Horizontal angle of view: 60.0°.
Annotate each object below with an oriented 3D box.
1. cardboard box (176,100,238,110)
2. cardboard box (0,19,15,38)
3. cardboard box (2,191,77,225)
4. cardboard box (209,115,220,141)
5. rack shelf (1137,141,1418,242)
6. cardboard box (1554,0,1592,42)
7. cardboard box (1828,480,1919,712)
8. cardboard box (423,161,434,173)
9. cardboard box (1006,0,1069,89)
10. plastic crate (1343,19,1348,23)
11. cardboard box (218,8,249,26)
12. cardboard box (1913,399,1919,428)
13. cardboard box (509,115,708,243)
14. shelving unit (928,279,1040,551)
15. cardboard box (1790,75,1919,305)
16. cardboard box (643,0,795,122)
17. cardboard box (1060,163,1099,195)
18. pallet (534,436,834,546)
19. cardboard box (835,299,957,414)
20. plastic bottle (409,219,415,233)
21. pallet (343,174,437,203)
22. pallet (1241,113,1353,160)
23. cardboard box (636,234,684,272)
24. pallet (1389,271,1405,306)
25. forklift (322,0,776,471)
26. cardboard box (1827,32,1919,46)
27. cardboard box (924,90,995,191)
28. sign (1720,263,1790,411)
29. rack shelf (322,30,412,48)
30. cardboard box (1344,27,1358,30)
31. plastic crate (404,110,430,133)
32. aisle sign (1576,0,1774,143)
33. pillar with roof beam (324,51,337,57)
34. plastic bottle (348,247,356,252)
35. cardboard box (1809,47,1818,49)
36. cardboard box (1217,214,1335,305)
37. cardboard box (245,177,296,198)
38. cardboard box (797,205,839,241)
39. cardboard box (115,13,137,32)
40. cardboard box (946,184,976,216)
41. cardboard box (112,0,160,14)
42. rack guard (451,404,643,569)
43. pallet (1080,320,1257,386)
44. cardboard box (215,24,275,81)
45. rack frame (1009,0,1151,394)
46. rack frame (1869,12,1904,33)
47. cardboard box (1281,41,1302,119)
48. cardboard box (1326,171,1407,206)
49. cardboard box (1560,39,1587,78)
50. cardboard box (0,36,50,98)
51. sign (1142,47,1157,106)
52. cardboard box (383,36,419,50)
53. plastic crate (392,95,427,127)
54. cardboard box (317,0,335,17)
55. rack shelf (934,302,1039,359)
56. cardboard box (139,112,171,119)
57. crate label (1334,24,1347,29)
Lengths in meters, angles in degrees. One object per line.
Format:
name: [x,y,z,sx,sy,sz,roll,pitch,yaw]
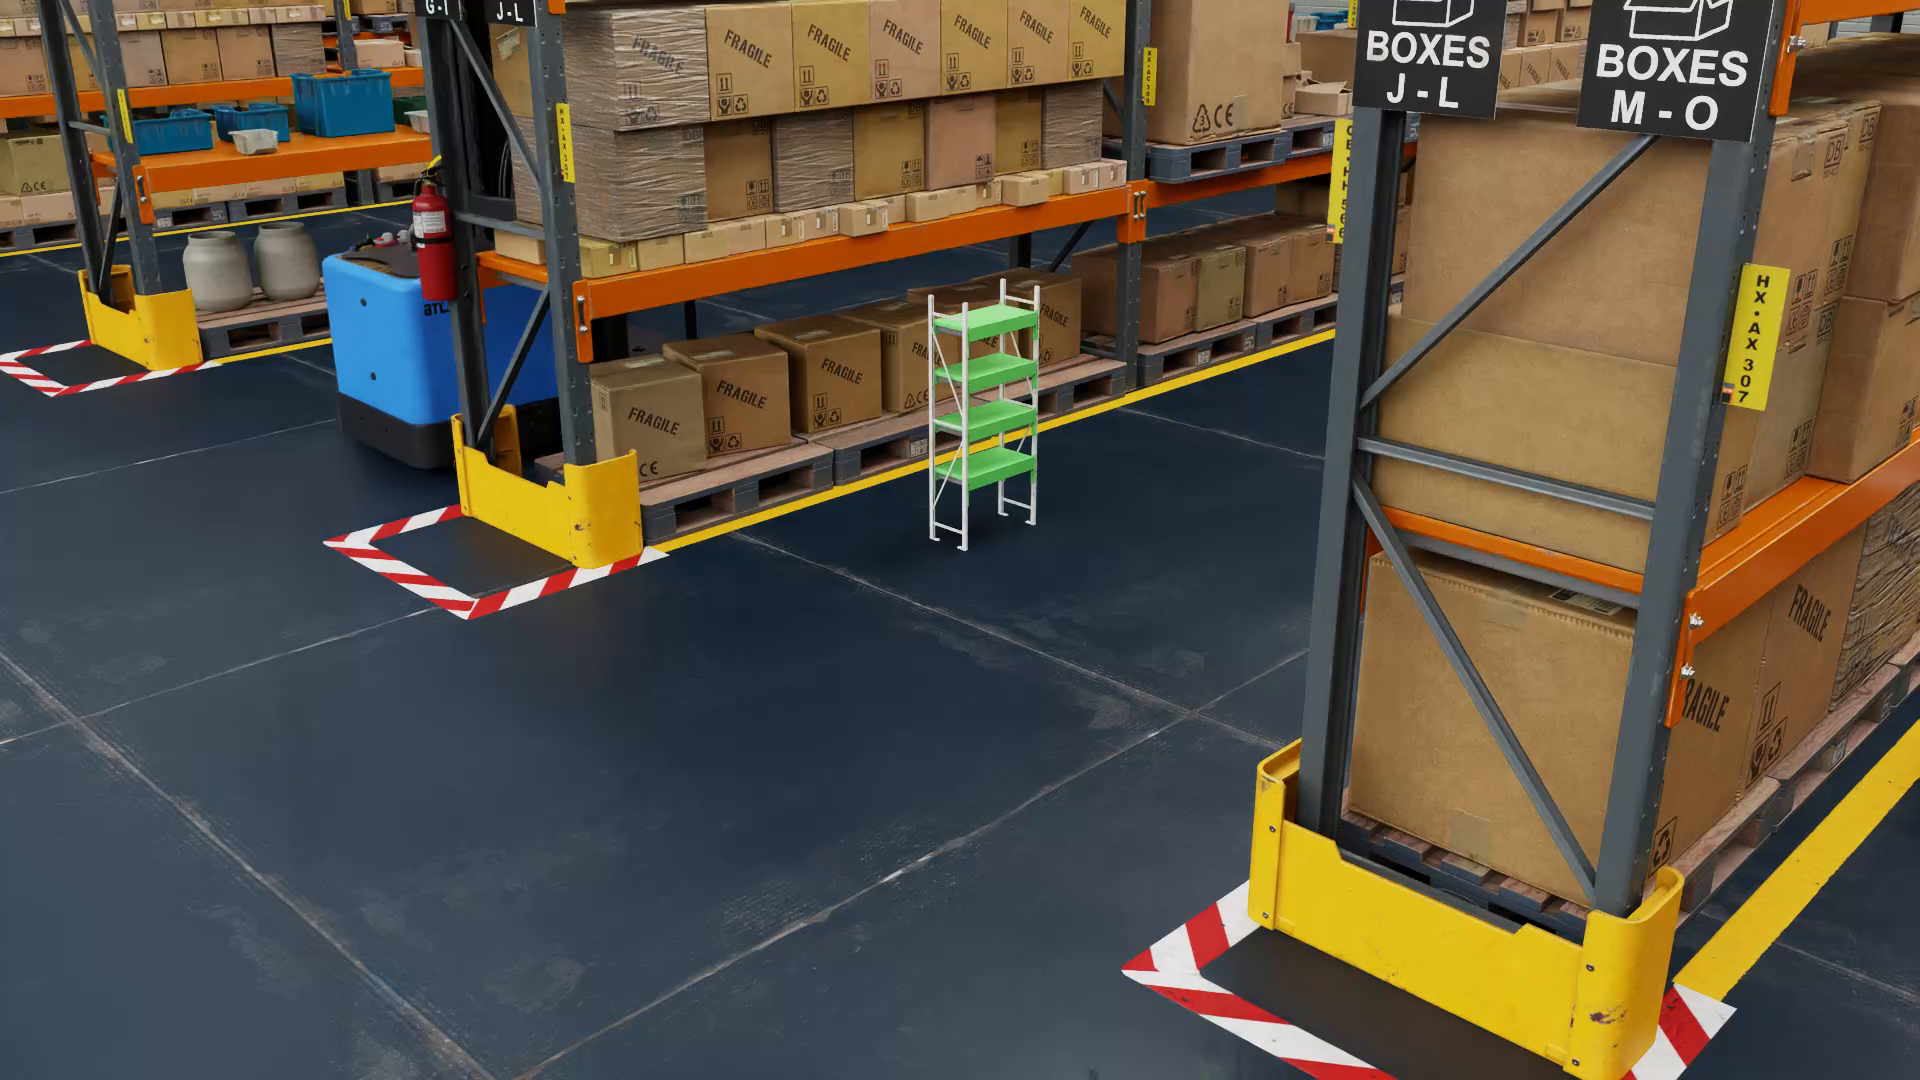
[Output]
cardboard box: [-9.429,-5.406,20.828,0.500,0.500,0.700,-19,28,-40]
cardboard box: [-8.384,-4.435,14.389,0.380,0.149,0.250,19,28,41]
cardboard box: [-8.290,-3.031,15.026,0.500,0.250,0.500,19,28,41]
cardboard box: [-7.249,-3.768,15.900,0.500,0.500,0.500,19,28,41]
rack shelf: [2.111,-2.633,11.746,1.077,0.370,4.000,19,28,41]
cardboard box: [4.948,-4.522,14.122,0.637,0.503,0.797,-19,28,-40]
cardboard box: [3.084,-0.014,6.307,0.875,0.875,0.875,20,28,41]
cardboard box: [-5.562,-4.020,17.600,0.500,0.250,0.500,-19,28,-41]
cardboard box: [0.252,-2.793,9.213,0.500,0.500,0.500,19,28,41]
plastic crate: [4.848,-6.641,21.455,0.250,0.136,0.298,19,28,41]
cardboard box: [-6.952,-4.962,15.760,0.380,0.149,0.250,19,28,41]
cardboard box: [2.824,-0.741,5.614,0.875,0.550,0.500,19,28,41]
cardboard box: [-1.671,-1.746,7.883,0.875,0.500,0.500,19,28,41]
shelving unit: [0.115,-0.603,7.970,0.258,1.200,0.503,19,28,41]
cardboard box: [2.501,-1.093,5.023,0.875,0.550,0.550,19,28,41]
cardboard box: [-1.141,-2.278,7.874,0.500,0.500,0.500,19,28,41]
cardboard box: [0.596,-2.146,9.828,0.380,0.149,0.250,19,28,41]
pallet: [-1.429,-0.344,8.676,1.003,0.211,1.213,19,28,41]
cardboard box: [-0.362,-1.062,9.557,0.500,0.500,0.500,16,26,36]
plastic bottle: [-4.251,-2.354,13.096,0.185,0.351,0.144,-19,28,-40]
pallet: [-5.893,-3.832,17.751,1.003,0.211,1.213,19,28,41]
pallet: [2.155,-2.874,11.638,1.003,0.211,1.213,19,28,41]
cardboard box: [-1.516,-1.382,7.839,0.380,0.149,0.250,19,28,41]
pallet: [2.960,-1.980,12.933,1.003,0.211,1.213,19,28,41]
forklift: [-2.120,-2.174,9.647,3.031,2.935,1.130,-19,28,-40]
cardboard box: [3.917,-1.675,6.537,0.875,0.550,0.550,19,28,41]
cardboard box: [-0.293,-2.266,9.236,0.875,0.500,0.500,19,28,41]
sign: [1.802,-0.459,3.772,0.100,0.325,0.005,19,28,41]
rack shelf: [-8.536,-6.352,21.422,1.077,0.370,4.000,19,28,41]
cardboard box: [3.159,-3.576,12.474,0.500,0.500,0.500,15,26,34]
plastic crate: [-3.784,-3.090,12.301,0.530,0.136,0.437,19,28,41]
aisle sign: [1.574,-1.279,3.598,0.394,0.787,0.004,19,28,41]
pillar with roof beam: [-5.583,-8.807,18.445,9.100,9.000,0.400,19,28,41]
plastic bottle: [-4.656,-2.147,12.766,0.097,0.201,0.097,0,21,0]
cardboard box: [8.895,-5.181,17.722,0.380,0.149,0.250,20,28,41]
cardboard box: [2.285,-2.051,12.100,0.500,0.500,0.700,-17,27,-38]
cardboard box: [-6.902,-3.547,16.370,0.500,0.250,0.500,19,28,41]
cardboard box: [-0.837,-1.645,8.525,0.380,0.149,0.250,19,28,41]
cardboard box: [-7.668,-4.698,15.073,0.380,0.149,0.250,20,28,41]
cardboard box: [-0.131,-1.899,9.185,0.380,0.149,0.250,19,28,41]
cardboard box: [-7.734,-5.084,15.174,0.700,0.500,0.500,19,28,41]
rack guard: [-2.021,-0.279,8.103,1.175,0.500,0.348,19,28,41]
pallet: [1.258,-1.353,11.301,1.003,0.211,1.213,19,28,41]
cardboard box: [-7.047,-4.729,16.057,0.700,0.500,0.500,19,28,40]
rack frame: [0.716,-2.454,10.279,1.000,3.000,0.127,19,28,41]
rack frame: [4.199,-1.187,6.982,1.000,3.000,0.127,19,28,41]
cardboard box: [1.859,-3.167,11.405,0.637,0.503,0.797,-17,27,-37]
cardboard box: [3.061,-2.691,12.722,0.500,0.250,0.500,-19,28,-40]
cardboard box: [5.104,-3.980,14.109,0.500,0.500,0.500,19,28,41]
cardboard box: [-8.472,-4.206,14.698,0.500,0.500,0.700,-19,28,-41]
sign: [1.110,-2.725,9.776,0.100,0.325,0.005,19,28,41]
cardboard box: [-5.897,-5.144,17.464,0.396,0.266,0.258,18,28,39]
plastic crate: [-3.982,-3.317,12.818,0.450,0.188,0.662,19,28,41]
cardboard box: [-8.314,-7.005,21.365,0.700,0.500,0.500,19,28,41]
rack shelf: [0.115,-0.991,7.821,0.258,0.148,0.480,19,28,41]
cardboard box: [-7.624,-3.899,16.241,0.500,0.500,0.500,19,28,41]
crate label: [4.710,-6.280,20.517,0.396,0.136,0.243,19,28,41]
